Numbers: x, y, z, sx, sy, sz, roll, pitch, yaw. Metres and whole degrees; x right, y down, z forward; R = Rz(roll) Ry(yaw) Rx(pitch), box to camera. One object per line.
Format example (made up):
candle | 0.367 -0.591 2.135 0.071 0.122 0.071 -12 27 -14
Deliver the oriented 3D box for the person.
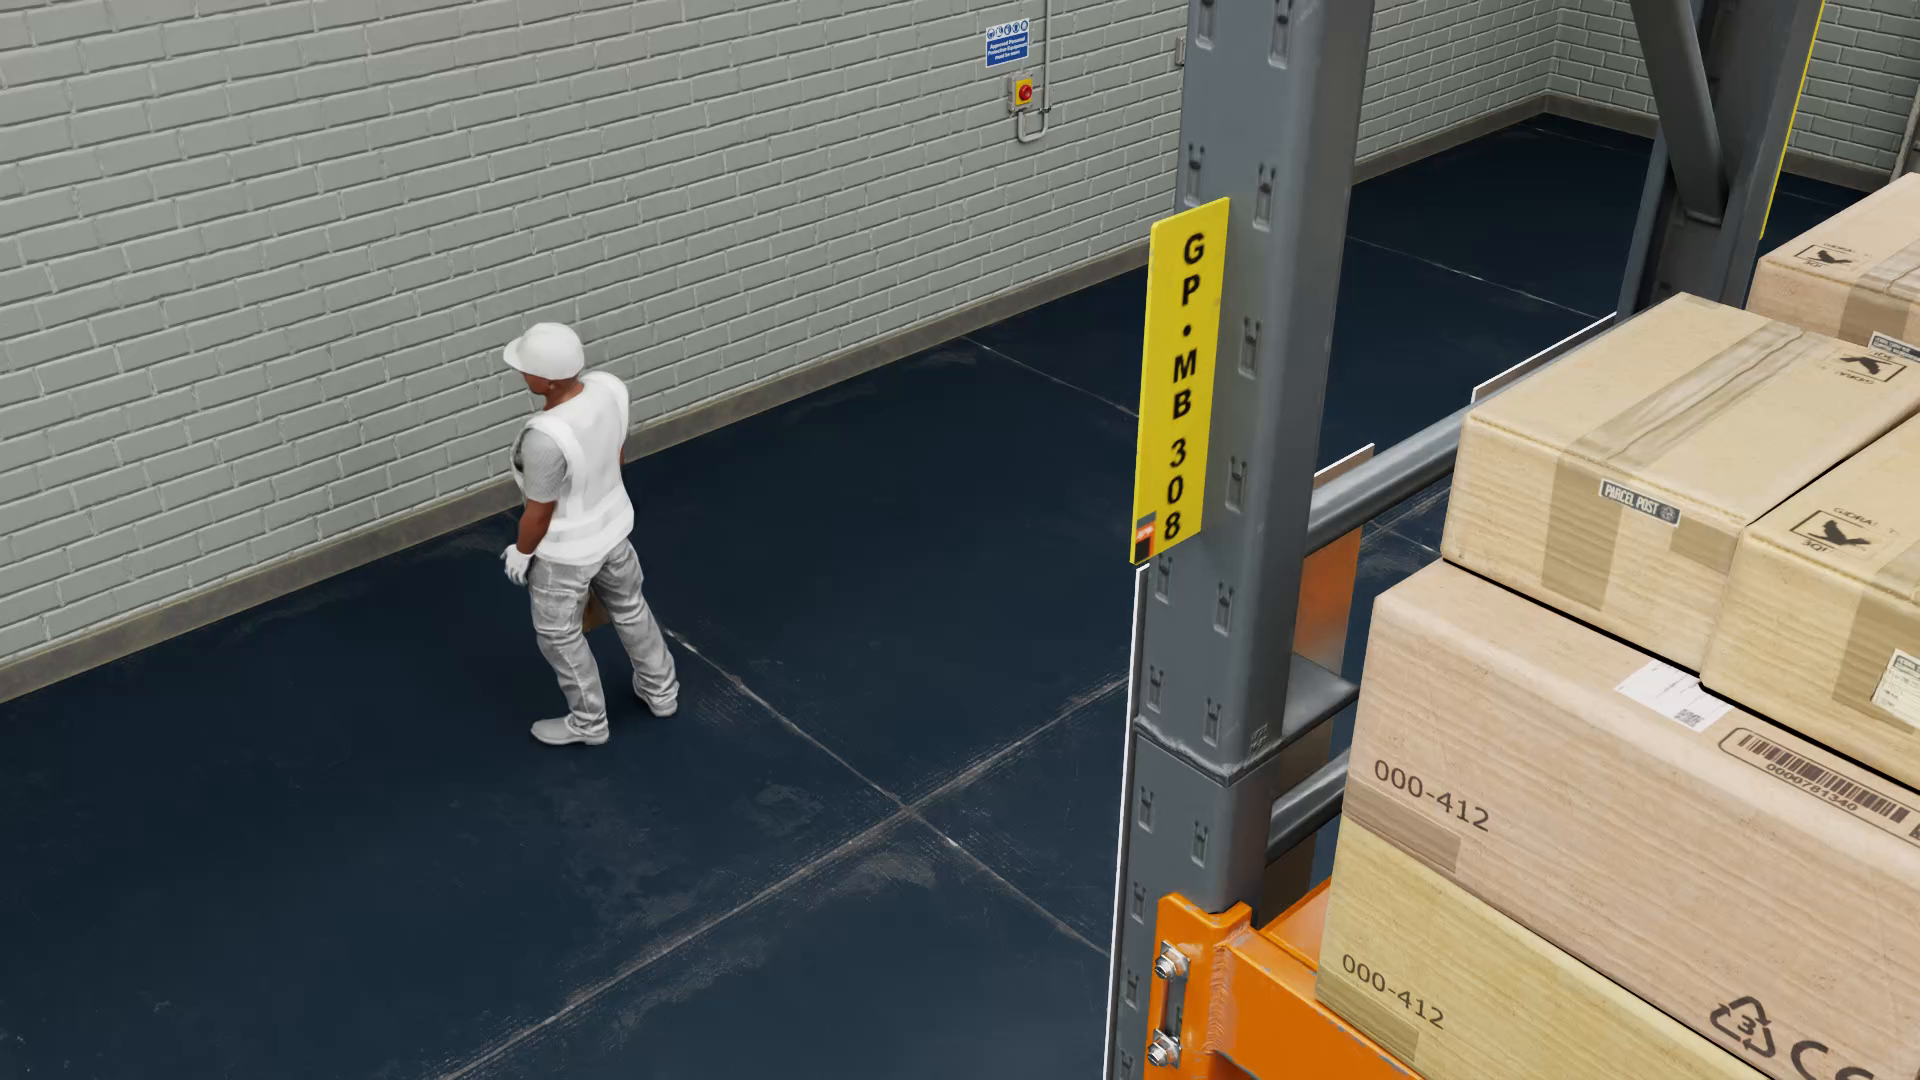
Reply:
person | -1.399 -0.027 6.163 0.464 1.782 0.623 13 34 20
